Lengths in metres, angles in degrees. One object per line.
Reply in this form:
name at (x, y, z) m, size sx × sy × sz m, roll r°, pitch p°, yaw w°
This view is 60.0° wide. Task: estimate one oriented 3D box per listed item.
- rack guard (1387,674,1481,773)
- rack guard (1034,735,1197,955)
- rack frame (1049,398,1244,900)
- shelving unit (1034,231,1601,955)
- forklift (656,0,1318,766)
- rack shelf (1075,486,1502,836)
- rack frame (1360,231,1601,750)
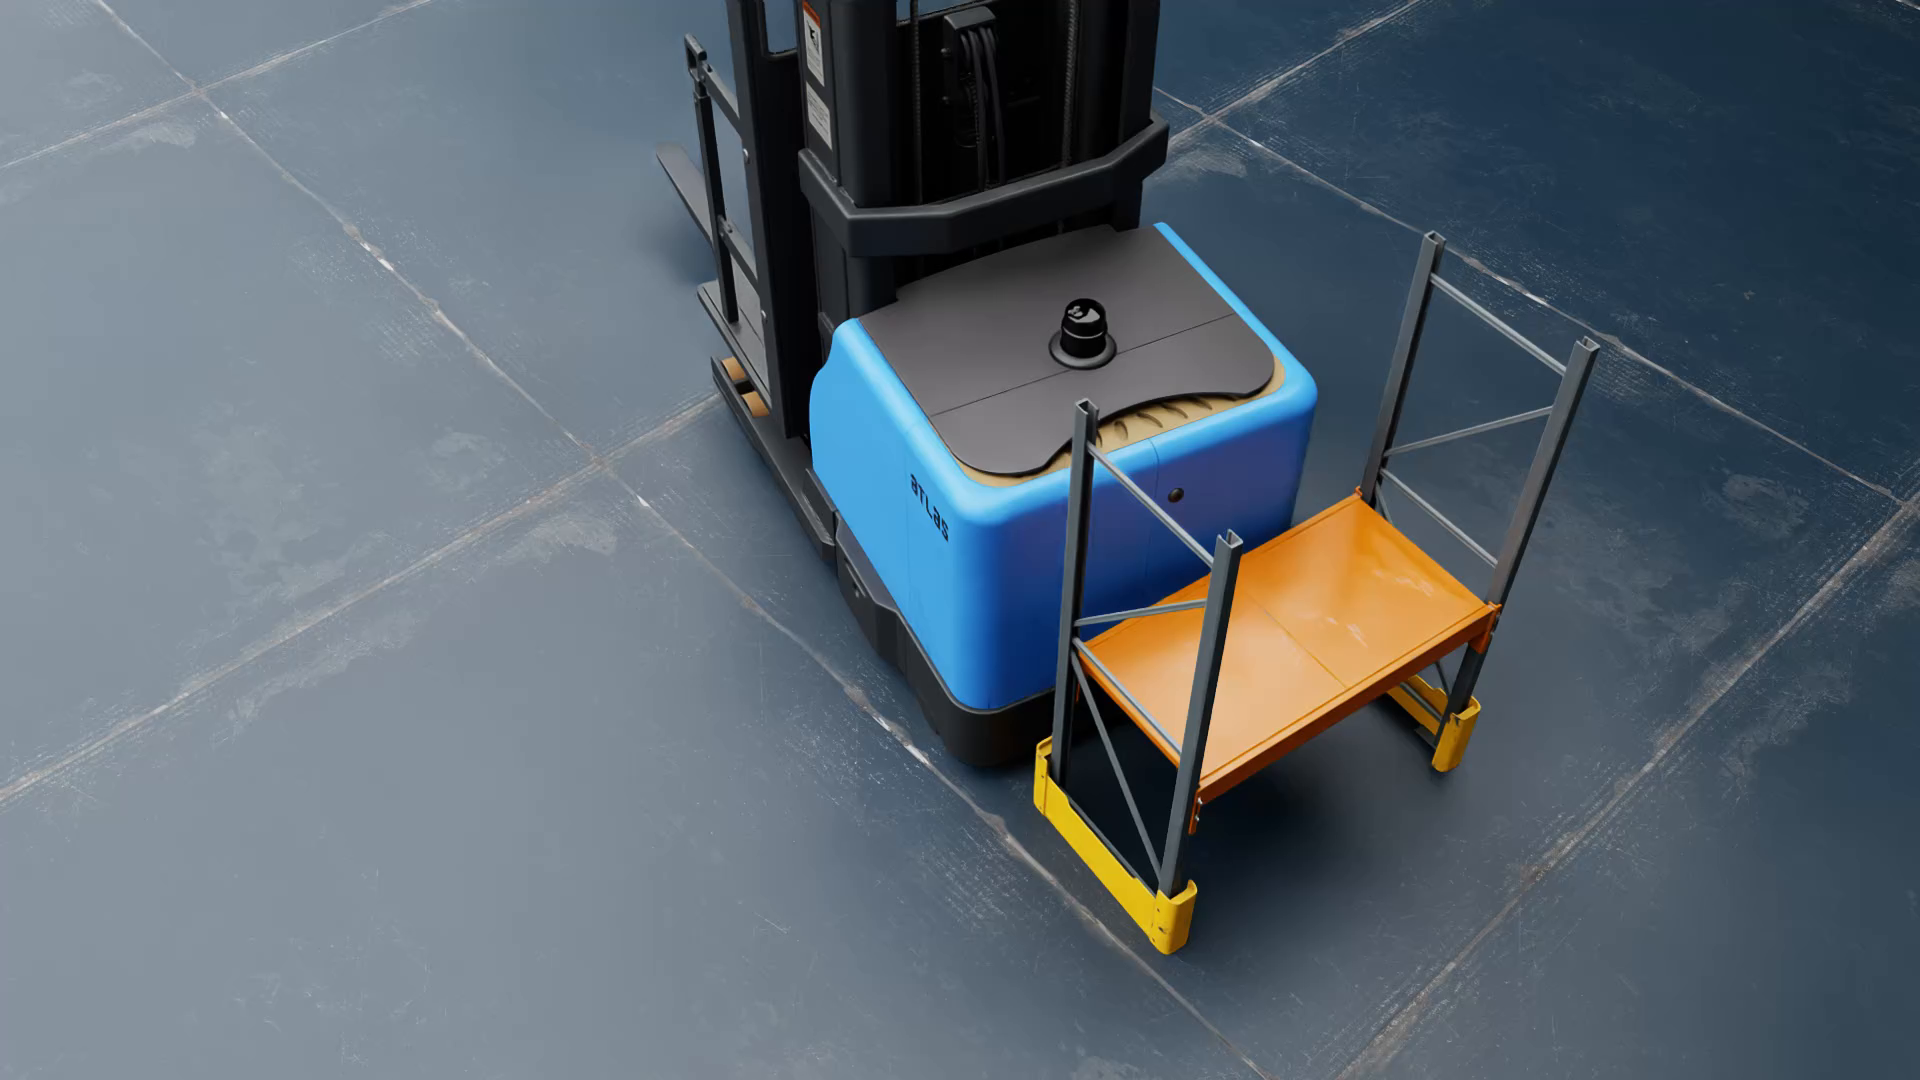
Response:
rack guard at (1.216, 0.377, 4.732) m, size 0.087 × 0.250 × 0.587 m, roll -27°, pitch 53°, yaw -23°
rack guard at (0.395, 0.791, 4.350) m, size 0.087 × 0.250 × 0.587 m, roll -27°, pitch 53°, yaw -23°
rack frame at (0.394, 0.368, 3.890) m, size 0.032 × 1.500 × 0.500 m, roll -27°, pitch 53°, yaw -23°
shelving unit at (0.805, 0.160, 4.082) m, size 1.083 × 1.500 × 0.587 m, roll -27°, pitch 53°, yaw -23°
forklift at (-0.187, -1.463, 4.606) m, size 1.130 × 2.935 × 3.031 m, roll -20°, pitch 50°, yaw -18°
rack shelf at (0.813, 0.278, 4.218) m, size 1.000 × 0.185 × 0.538 m, roll -27°, pitch 53°, yaw -23°
rack frame at (1.232, -0.055, 4.280) m, size 0.032 × 1.500 × 0.500 m, roll -27°, pitch 53°, yaw -23°
